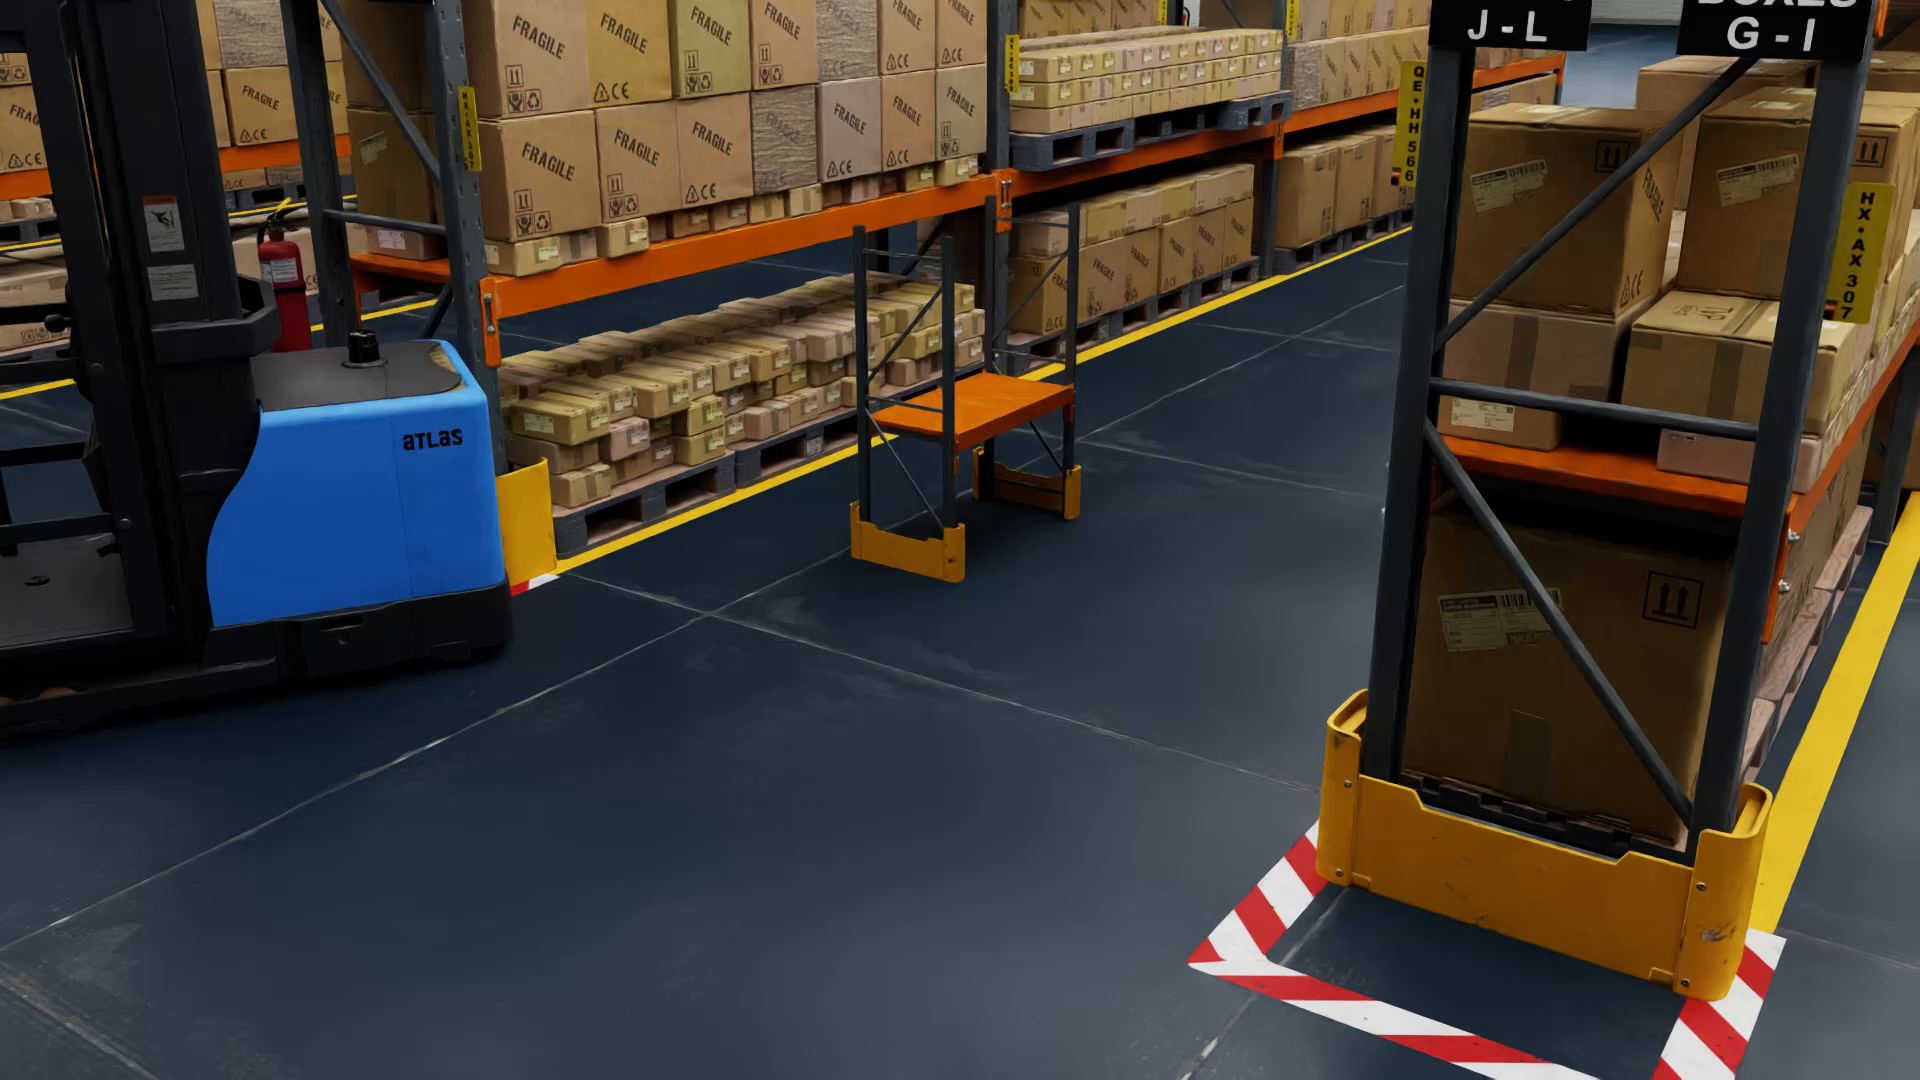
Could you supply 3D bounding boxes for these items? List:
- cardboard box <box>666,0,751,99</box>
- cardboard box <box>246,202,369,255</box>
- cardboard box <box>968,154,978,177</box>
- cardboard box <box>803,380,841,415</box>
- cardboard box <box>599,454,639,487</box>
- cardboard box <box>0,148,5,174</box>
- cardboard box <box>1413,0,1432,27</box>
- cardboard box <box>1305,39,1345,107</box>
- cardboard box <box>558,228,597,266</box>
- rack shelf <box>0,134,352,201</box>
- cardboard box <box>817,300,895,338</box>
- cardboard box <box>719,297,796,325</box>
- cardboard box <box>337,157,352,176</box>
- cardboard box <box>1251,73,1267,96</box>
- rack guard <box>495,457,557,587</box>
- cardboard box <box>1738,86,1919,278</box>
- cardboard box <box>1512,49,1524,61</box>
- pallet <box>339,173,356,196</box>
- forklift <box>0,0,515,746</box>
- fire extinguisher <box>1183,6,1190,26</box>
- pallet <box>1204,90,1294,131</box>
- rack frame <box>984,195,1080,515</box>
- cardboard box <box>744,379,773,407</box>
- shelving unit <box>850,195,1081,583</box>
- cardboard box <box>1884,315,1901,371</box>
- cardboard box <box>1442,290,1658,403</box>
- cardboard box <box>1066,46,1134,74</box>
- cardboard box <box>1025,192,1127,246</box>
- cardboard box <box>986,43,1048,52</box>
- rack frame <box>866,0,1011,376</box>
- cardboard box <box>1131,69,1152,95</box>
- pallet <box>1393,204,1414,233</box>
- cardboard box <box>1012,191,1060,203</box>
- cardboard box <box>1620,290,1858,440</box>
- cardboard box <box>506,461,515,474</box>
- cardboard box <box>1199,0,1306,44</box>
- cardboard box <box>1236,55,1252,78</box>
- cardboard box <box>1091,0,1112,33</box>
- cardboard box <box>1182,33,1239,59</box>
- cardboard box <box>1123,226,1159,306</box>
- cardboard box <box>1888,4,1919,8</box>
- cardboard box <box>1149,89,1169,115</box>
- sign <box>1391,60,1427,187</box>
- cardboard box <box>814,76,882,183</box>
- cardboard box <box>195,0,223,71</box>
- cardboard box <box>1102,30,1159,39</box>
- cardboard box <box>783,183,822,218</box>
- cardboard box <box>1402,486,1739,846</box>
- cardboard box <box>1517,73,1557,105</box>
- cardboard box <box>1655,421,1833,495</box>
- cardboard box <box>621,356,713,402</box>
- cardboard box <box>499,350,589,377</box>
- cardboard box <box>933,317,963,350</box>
[{"bbox_3d":[-1.339,-2.356,7.796,0.500,0.500,0.500,13,24,31],"label":"cardboard box"},{"bbox_3d":[-4.744,-2.253,12.619,0.875,0.438,0.875,13,24,31],"label":"cardboard box"},{"bbox_3d":[-0.118,-2.235,9.845,0.380,0.149,0.250,13,24,31],"label":"cardboard box"},{"bbox_3d":[-0.874,-0.803,9.115,0.380,0.149,0.250,14,24,33],"label":"cardboard box"},{"bbox_3d":[-1.761,-0.371,7.950,0.380,0.149,0.250,13,24,32],"label":"cardboard box"},{"bbox_3d":[-6.043,-2.398,9.779,0.500,0.500,0.500,13,24,31],"label":"cardboard box"},{"bbox_3d":[4.072,-5.148,15.773,0.700,0.500,0.500,13,24,31],"label":"cardboard box"},{"bbox_3d":[2.857,-3.898,13.834,0.500,0.500,0.500,13,24,31],"label":"cardboard box"},{"bbox_3d":[-1.838,-1.325,7.385,0.380,0.149,0.250,14,25,34],"label":"cardboard box"},{"bbox_3d":[-5.426,-2.505,11.252,1.077,0.370,4.000,13,24,32],"label":"rack shelf"},{"bbox_3d":[-0.591,-1.253,9.476,0.380,0.149,0.250,14,25,34],"label":"cardboard box"},{"bbox_3d":[-1.160,-1.275,9.534,0.380,0.149,0.250,14,24,33],"label":"cardboard box"},{"bbox_3d":[-6.802,-4.100,17.524,0.500,0.500,0.500,15,25,34],"label":"cardboard box"},{"bbox_3d":[2.059,-3.405,12.404,0.380,0.149,0.250,13,24,32],"label":"cardboard box"},{"bbox_3d":[-2.357,-0.182,7.537,1.175,0.500,0.348,13,24,32],"label":"rack guard"},{"bbox_3d":[2.706,-1.136,5.218,0.500,0.500,0.500,13,24,30],"label":"cardboard box"},{"bbox_3d":[5.714,-5.580,18.311,0.875,0.550,0.550,13,24,32],"label":"cardboard box"},{"bbox_3d":[-6.612,-4.017,18.320,1.003,0.211,1.213,13,24,32],"label":"pallet"},{"bbox_3d":[-3.317,-0.863,5.873,3.031,2.935,1.130,-9,22,-22],"label":"forklift"},{"bbox_3d":[2.889,-6.766,21.845,0.296,0.674,0.183,13,24,32],"label":"fire extinguisher"},{"bbox_3d":[1.785,-3.313,12.674,1.213,0.211,1.003,13,24,32],"label":"pallet"},{"bbox_3d":[0.334,-0.874,7.965,0.500,1.500,0.032,13,24,32],"label":"rack frame"},{"bbox_3d":[-1.205,-0.820,8.734,0.380,0.149,0.250,15,25,35],"label":"cardboard box"},{"bbox_3d":[0.043,-0.725,7.564,0.587,1.500,1.083,13,24,32],"label":"shelving unit"},{"bbox_3d":[2.982,-0.698,5.689,0.380,0.149,0.250,13,24,30],"label":"cardboard box"},{"bbox_3d":[1.698,-0.596,4.841,0.500,0.250,0.500,13,24,31],"label":"cardboard box"},{"bbox_3d":[0.891,-3.087,10.687,0.380,0.149,0.250,13,24,31],"label":"cardboard box"},{"bbox_3d":[0.780,-2.170,11.226,0.500,0.250,0.500,14,25,33],"label":"cardboard box"},{"bbox_3d":[0.358,-3.218,11.041,0.380,0.149,0.250,13,24,32],"label":"cardboard box"},{"bbox_3d":[-0.151,-2.480,10.147,1.000,3.000,0.127,13,24,32],"label":"rack frame"},{"bbox_3d":[1.035,-3.024,10.944,0.380,0.149,0.250,14,25,34],"label":"cardboard box"},{"bbox_3d":[3.975,-3.232,16.198,1.003,0.211,1.213,13,24,32],"label":"pallet"},{"bbox_3d":[0.358,-2.265,11.480,0.500,0.250,0.500,15,25,34],"label":"cardboard box"},{"bbox_3d":[2.139,-0.491,4.555,0.500,0.250,0.500,13,24,30],"label":"cardboard box"},{"bbox_3d":[-2.276,-0.384,7.984,0.380,0.149,0.250,14,24,33],"label":"cardboard box"},{"bbox_3d":[2.358,-4.271,13.402,0.700,0.500,0.500,13,24,32],"label":"cardboard box"},{"bbox_3d":[1.902,-3.463,12.132,0.380,0.149,0.250,14,24,33],"label":"cardboard box"},{"bbox_3d":[1.497,-6.409,20.196,0.500,0.500,0.500,14,24,32],"label":"cardboard box"},{"bbox_3d":[1.764,-3.532,11.889,0.380,0.149,0.250,14,25,33],"label":"cardboard box"},{"bbox_3d":[1.063,-1.970,11.766,0.500,0.500,0.500,14,24,33],"label":"cardboard box"},{"bbox_3d":[4.978,-2.562,8.778,0.797,0.503,0.637,14,25,34],"label":"cardboard box"},{"bbox_3d":[1.180,-2.959,11.196,0.380,0.149,0.250,13,24,31],"label":"cardboard box"},{"bbox_3d":[1.205,-1.100,4.405,0.100,0.325,0.005,13,24,32],"label":"sign"},{"bbox_3d":[-0.763,-2.182,8.766,0.500,0.500,0.500,13,24,32],"label":"cardboard box"},{"bbox_3d":[-5.198,-3.309,10.802,0.500,0.500,0.500,13,24,32],"label":"cardboard box"},{"bbox_3d":[1.238,-3.668,12.258,0.380,0.149,0.250,12,24,30],"label":"cardboard box"},{"bbox_3d":[-0.938,-1.772,8.595,0.380,0.149,0.250,14,24,33],"label":"cardboard box"},{"bbox_3d":[1.939,0.264,5.185,0.875,0.875,0.875,13,24,32],"label":"cardboard box"},{"bbox_3d":[6.268,-4.916,19.190,0.875,0.875,0.875,13,24,32],"label":"cardboard box"},{"bbox_3d":[2.118,-0.256,4.496,0.380,0.149,0.250,14,24,32],"label":"cardboard box"},{"bbox_3d":[-1.450,-0.793,8.231,0.380,0.149,0.250,12,23,29],"label":"cardboard box"},{"bbox_3d":[-2.083,-0.833,8.339,0.380,0.149,0.250,13,24,31],"label":"cardboard box"},{"bbox_3d":[-0.207,-1.247,9.888,0.380,0.149,0.250,12,23,29],"label":"cardboard box"}]
